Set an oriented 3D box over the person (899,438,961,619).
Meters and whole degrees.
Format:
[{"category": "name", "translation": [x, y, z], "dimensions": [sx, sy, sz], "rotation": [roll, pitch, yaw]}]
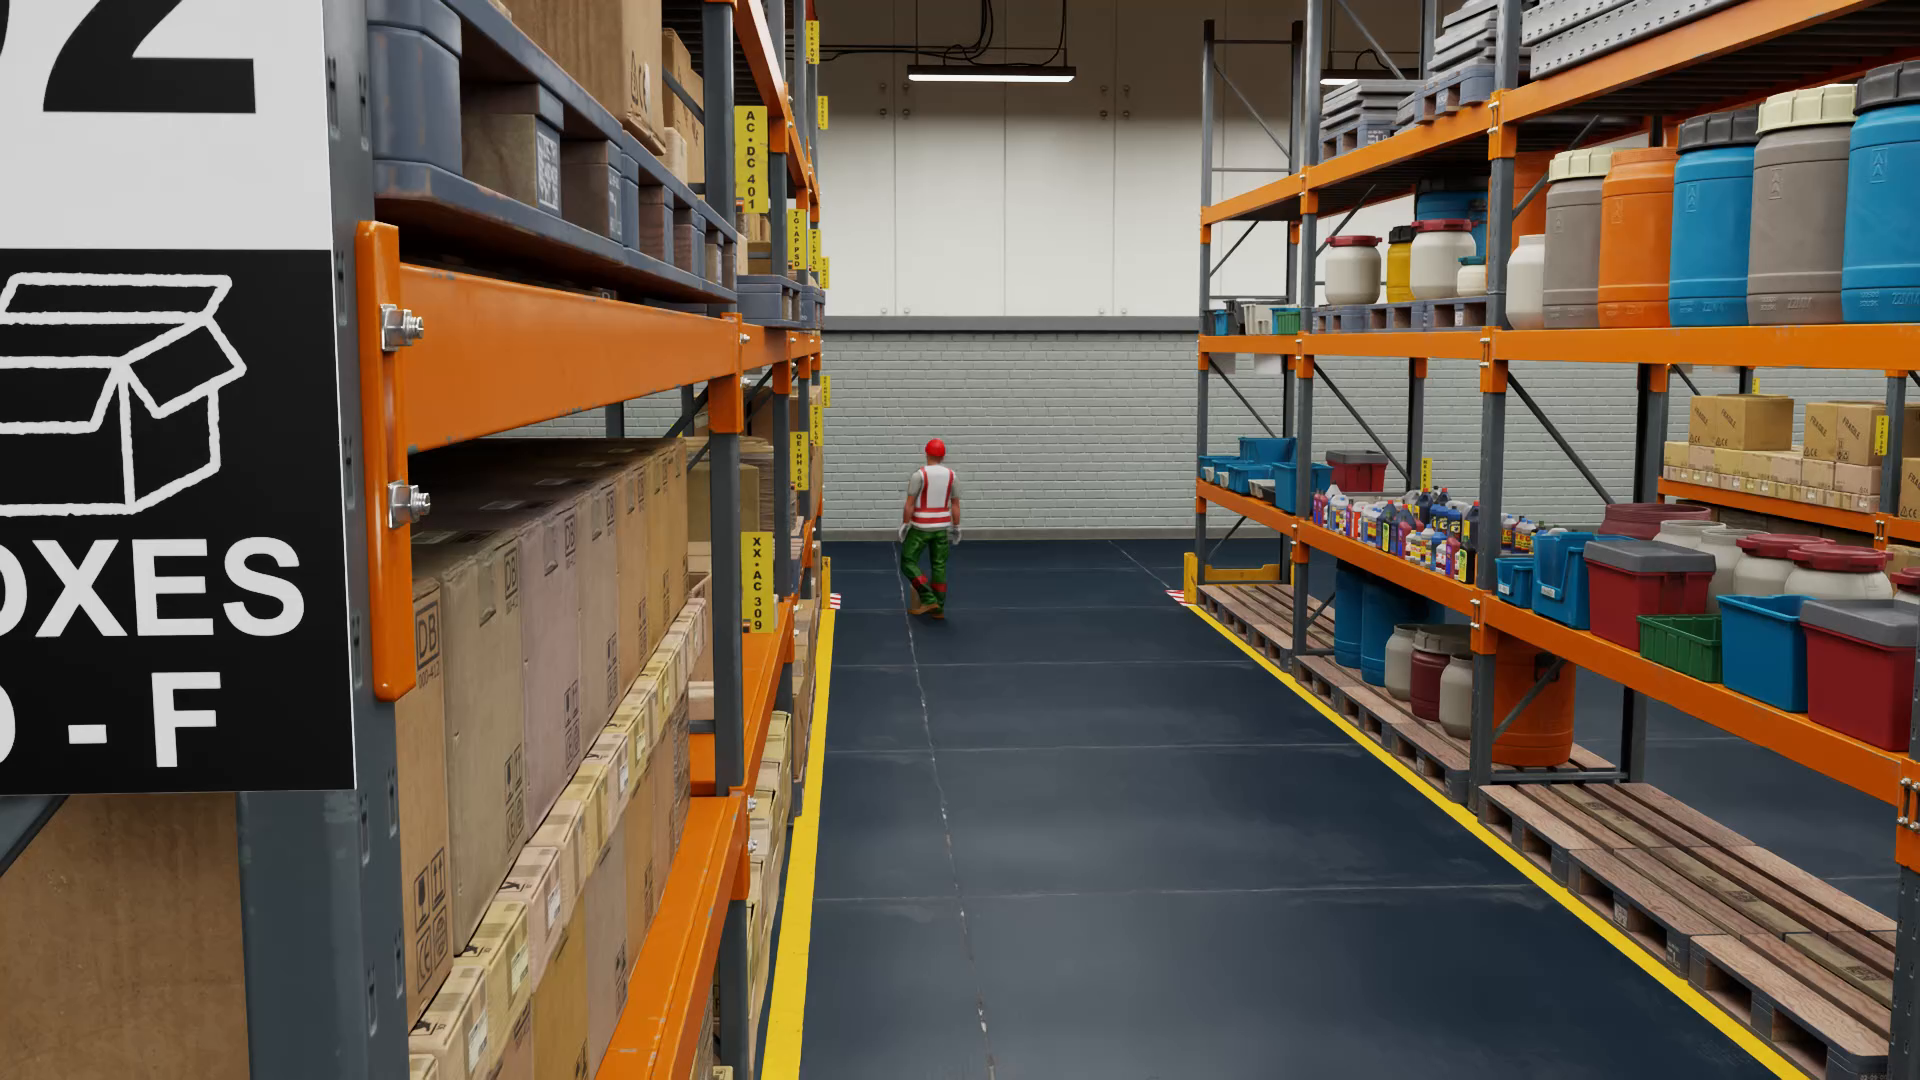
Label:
[{"category": "person", "translation": [-0.294, -0.113, 16.442], "dimensions": [0.638, 1.791, 0.369], "rotation": [-4, 8, -28]}]
